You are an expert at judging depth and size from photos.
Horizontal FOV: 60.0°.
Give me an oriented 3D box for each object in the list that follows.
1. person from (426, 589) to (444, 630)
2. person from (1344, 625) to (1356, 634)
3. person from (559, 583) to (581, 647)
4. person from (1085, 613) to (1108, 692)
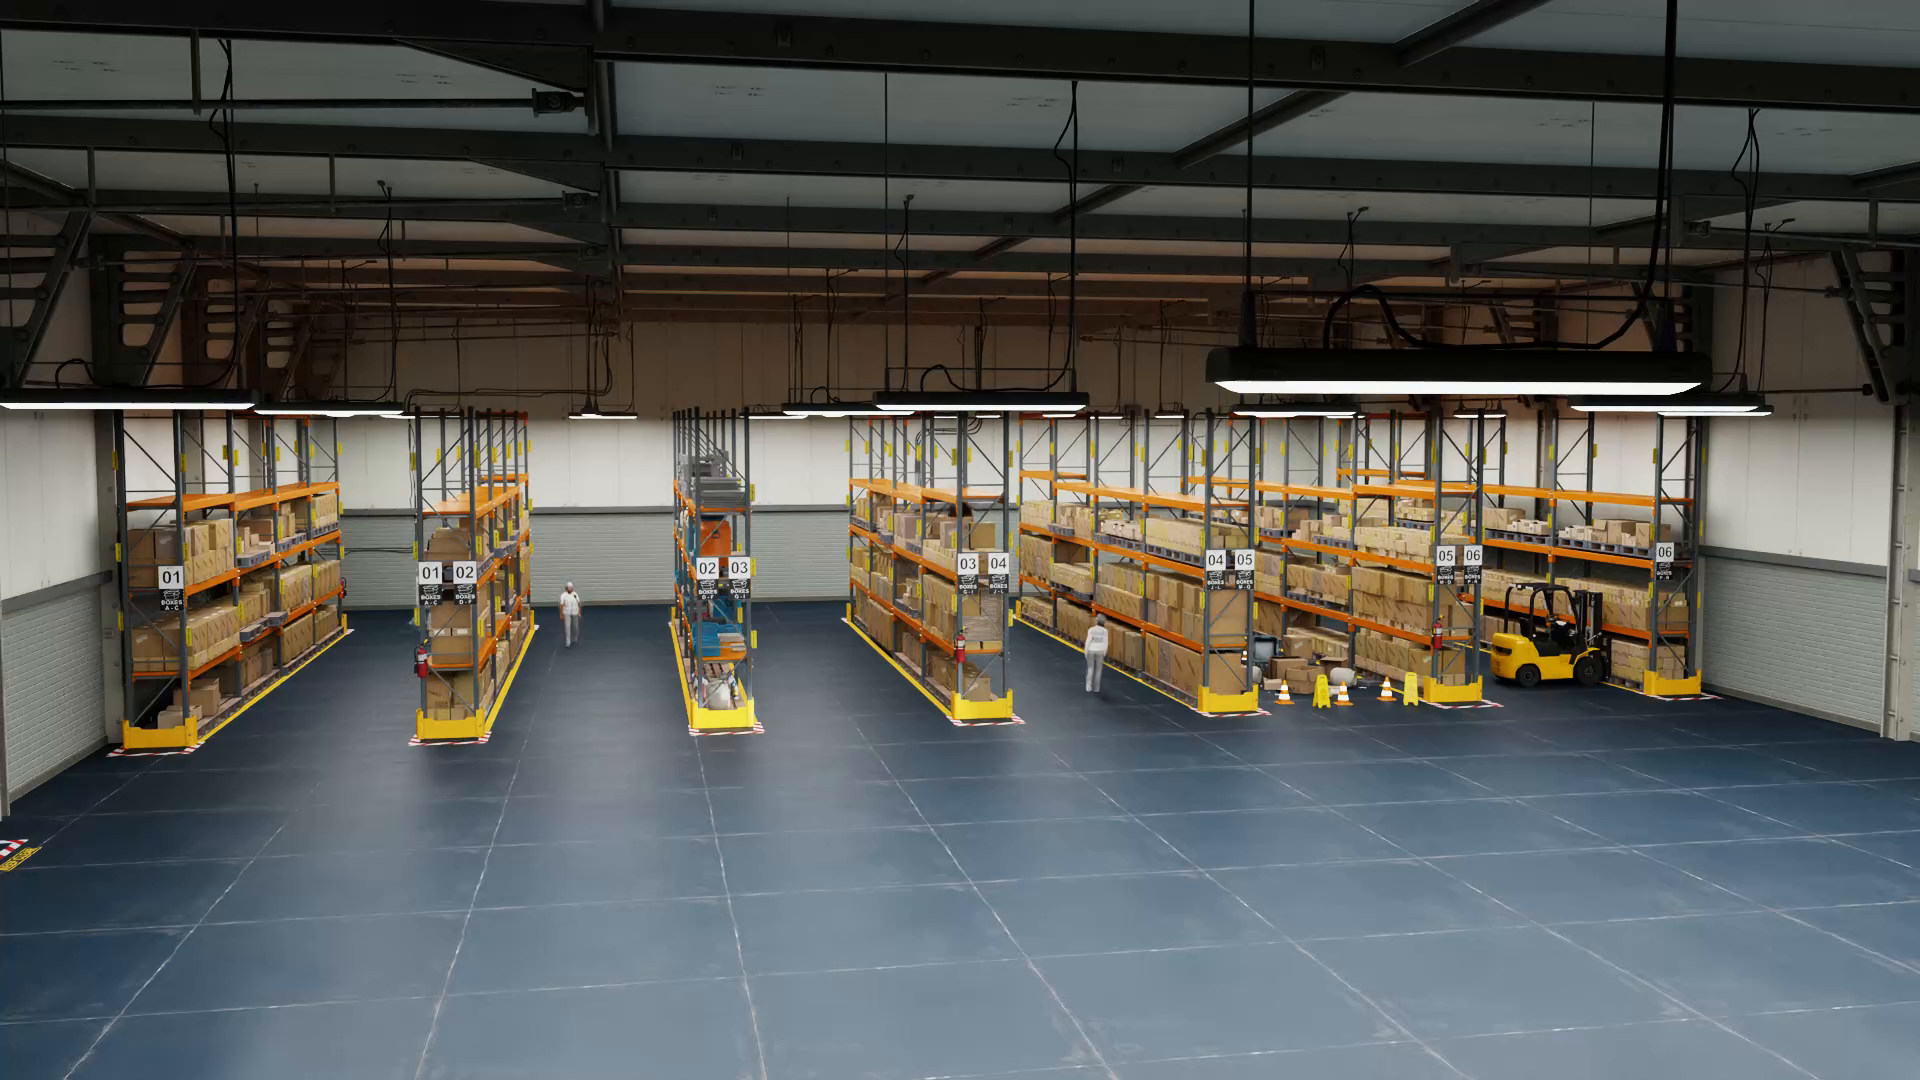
[{"bbox_3d":[-14.287,1.598,45.419,0.721,1.767,0.656,0,4,1],"label":"person"},{"bbox_3d":[10.491,1.713,44.835,0.377,1.648,0.540,0,4,-5],"label":"person"},{"bbox_3d":[-9.964,1.895,42.466,0.536,1.607,0.952,-1,4,-17],"label":"person"},{"bbox_3d":[2.889,2.379,35.059,0.490,1.676,0.518,2,4,22],"label":"person"}]
